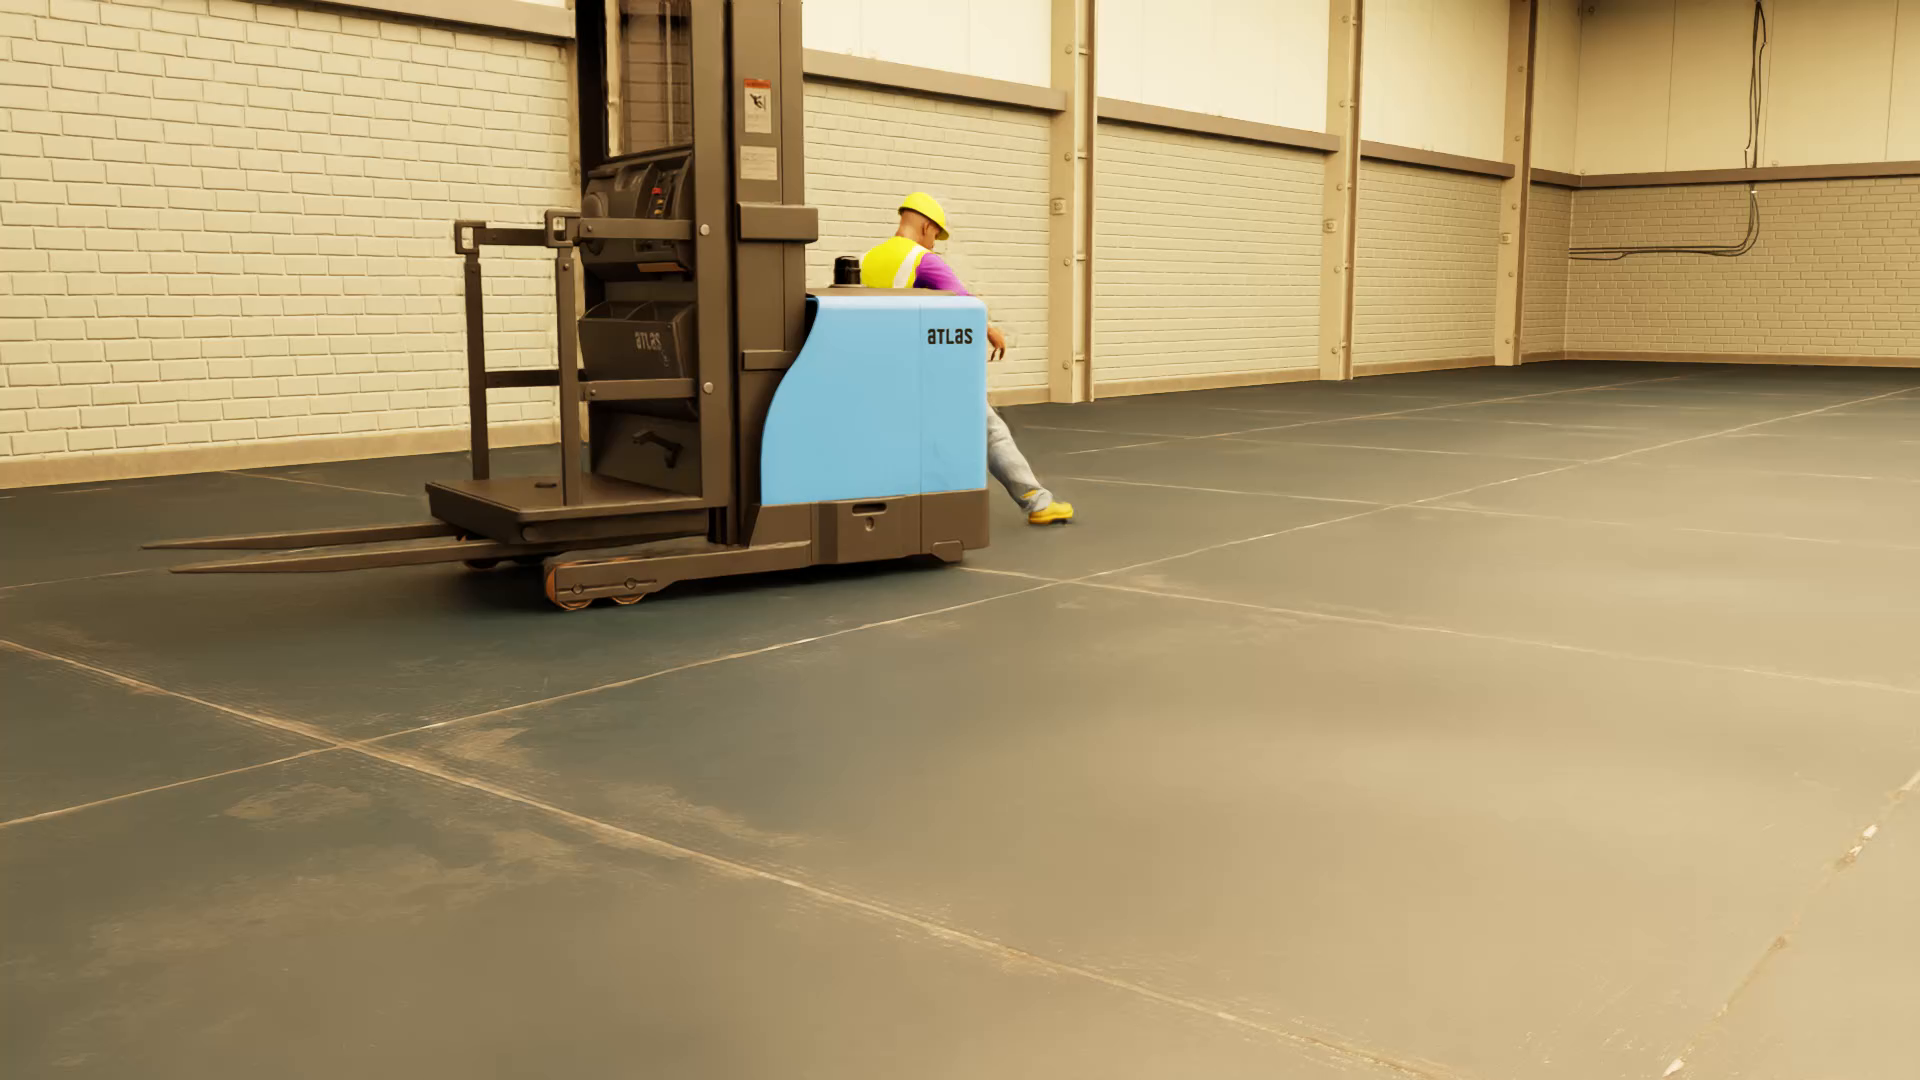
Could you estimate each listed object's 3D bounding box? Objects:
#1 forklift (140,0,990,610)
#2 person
[{"bbox_3d":[-1.389,-1.293,6.121,3.031,2.935,1.130,-6,10,-33],"label":"forklift"},{"bbox_3d":[-0.172,-0.869,8.021,0.960,1.573,1.216,-8,12,-43],"label":"person"}]
